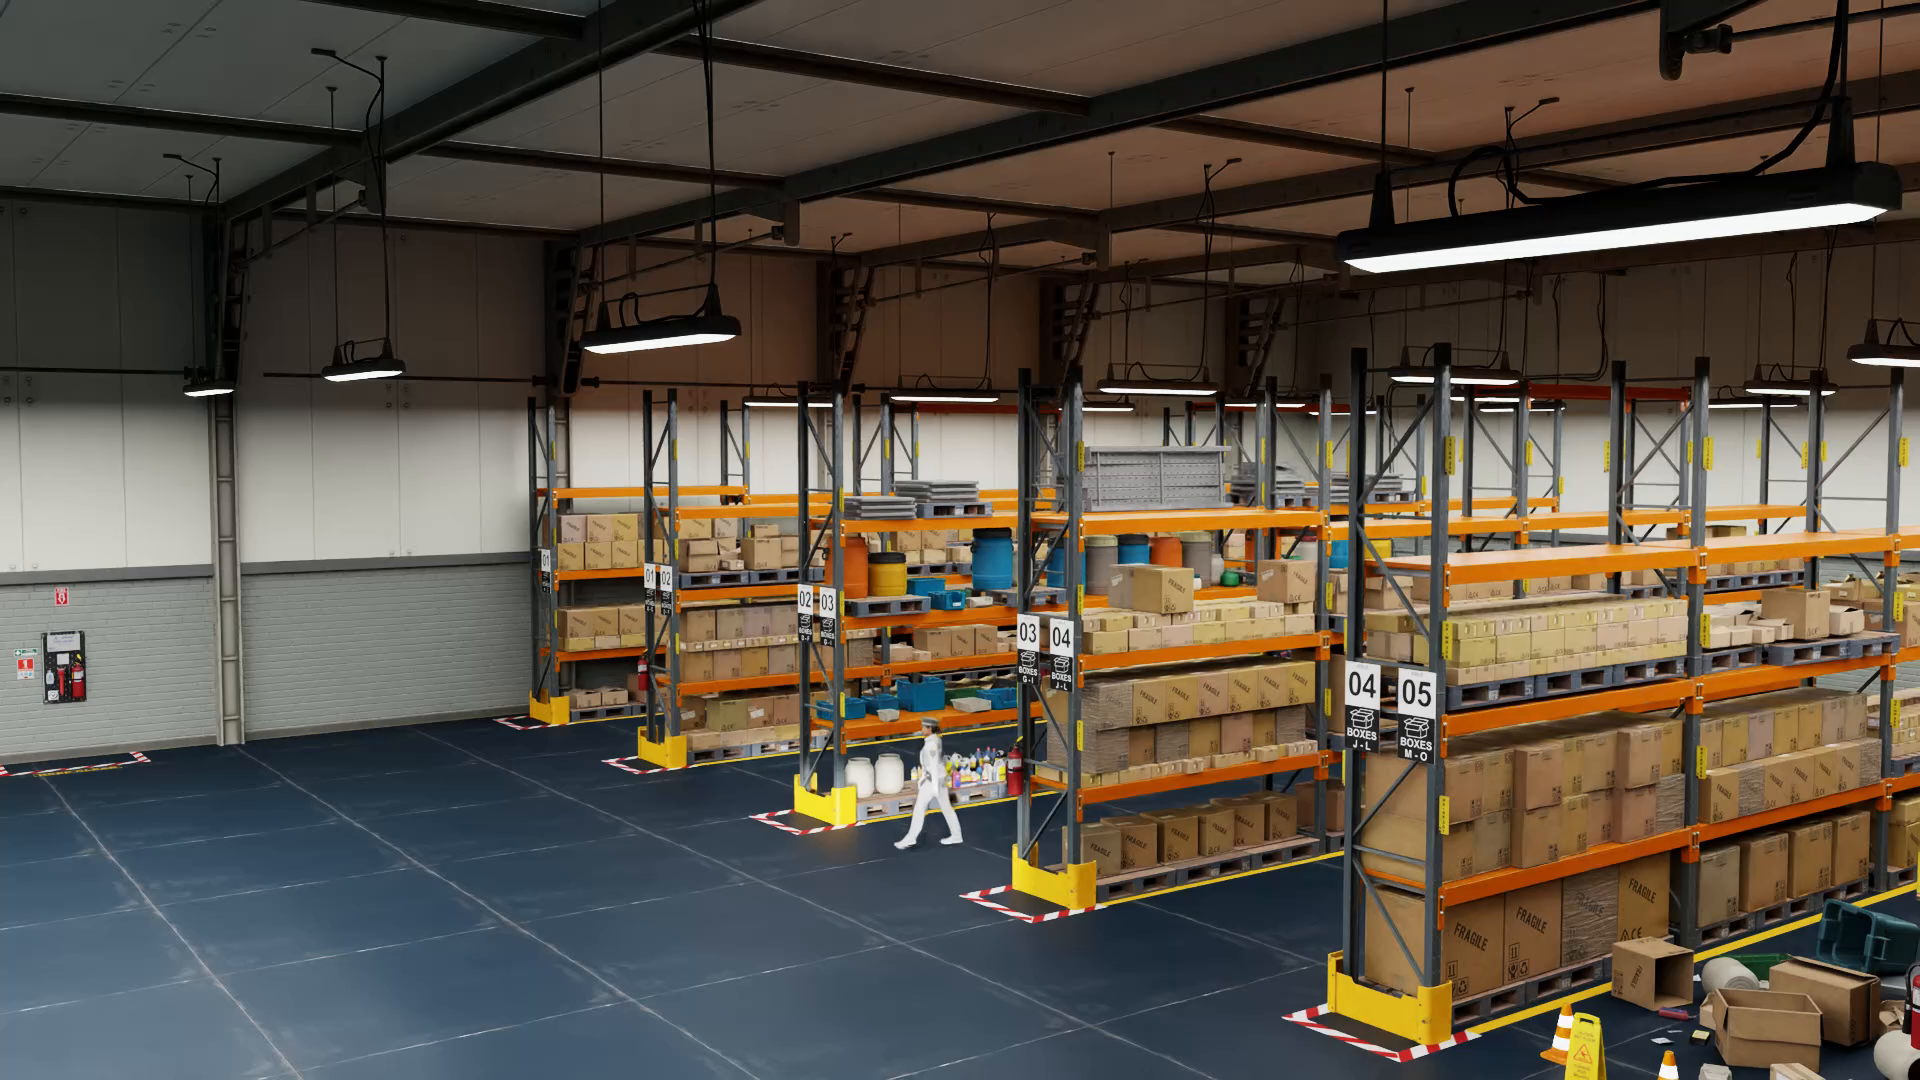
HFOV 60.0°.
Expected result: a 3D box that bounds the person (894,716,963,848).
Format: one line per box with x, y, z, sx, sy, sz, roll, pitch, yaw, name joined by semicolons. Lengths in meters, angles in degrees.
-0.381;3.076;21.240;0.828;1.651;0.514;1;3;14;person
